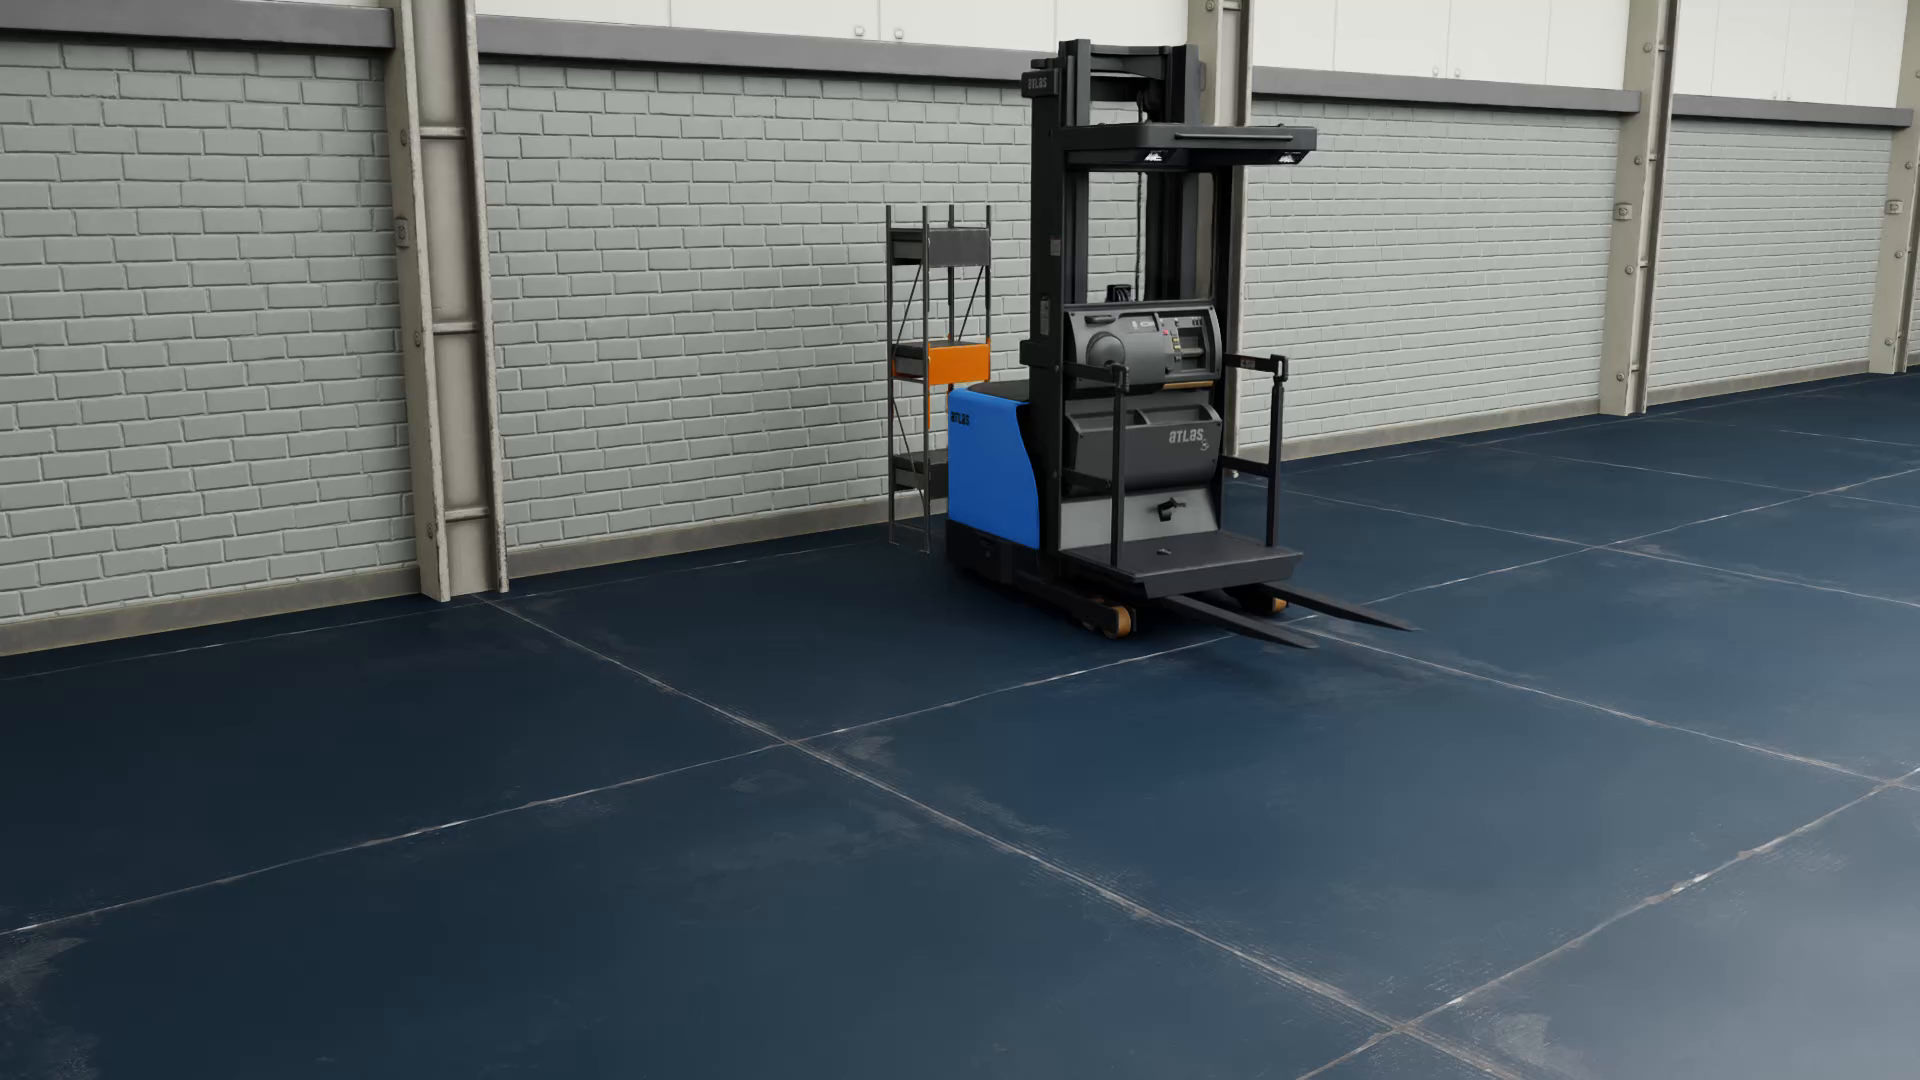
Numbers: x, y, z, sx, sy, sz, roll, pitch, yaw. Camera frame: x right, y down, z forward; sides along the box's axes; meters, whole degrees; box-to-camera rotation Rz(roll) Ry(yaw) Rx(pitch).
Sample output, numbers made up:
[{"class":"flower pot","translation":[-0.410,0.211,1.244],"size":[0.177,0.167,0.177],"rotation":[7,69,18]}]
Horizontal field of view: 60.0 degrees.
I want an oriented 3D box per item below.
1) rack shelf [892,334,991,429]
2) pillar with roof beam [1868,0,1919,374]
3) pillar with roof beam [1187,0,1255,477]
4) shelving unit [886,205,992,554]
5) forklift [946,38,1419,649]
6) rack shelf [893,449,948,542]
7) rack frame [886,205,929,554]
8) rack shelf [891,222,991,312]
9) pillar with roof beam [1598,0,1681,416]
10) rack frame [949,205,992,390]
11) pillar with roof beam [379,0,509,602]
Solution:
[{"class":"rack shelf","translation":[-0.129,-0.992,10.312],"size":[0.480,0.518,0.431],"rotation":[-9,15,-38]},{"class":"pillar with roof beam","translation":[13.979,-5.753,16.057],"size":[0.400,9.000,9.100],"rotation":[-9,15,-38]},{"class":"pillar with roof beam","translation":[4.609,-4.196,8.724],"size":[0.400,9.000,9.100],"rotation":[-9,15,-38]},{"class":"shelving unit","translation":[-0.129,-1.006,10.310],"size":[0.503,2.100,0.431],"rotation":[-9,15,-38]},{"class":"forklift","translation":[1.079,-1.048,8.508],"size":[1.130,2.935,3.031],"rotation":[-7,14,-29]},{"class":"rack shelf","translation":[-0.129,-0.308,10.458],"size":[0.480,0.518,0.431],"rotation":[-9,15,-38]},{"class":"rack frame","translation":[-0.320,-0.974,10.160],"size":[0.015,2.100,0.400],"rotation":[-9,15,-38]},{"class":"rack shelf","translation":[-0.129,-1.677,10.167],"size":[0.480,0.518,0.431],"rotation":[-9,15,-38]},{"class":"pillar with roof beam","translation":[9.294,-4.974,12.390],"size":[0.400,9.000,9.100],"rotation":[-9,15,-38]},{"class":"rack frame","translation":[0.061,-1.037,10.459],"size":[0.015,2.100,0.400],"rotation":[-9,15,-38]},{"class":"pillar with roof beam","translation":[-0.076,-3.417,5.057],"size":[0.400,9.000,9.100],"rotation":[-9,15,-38]}]
